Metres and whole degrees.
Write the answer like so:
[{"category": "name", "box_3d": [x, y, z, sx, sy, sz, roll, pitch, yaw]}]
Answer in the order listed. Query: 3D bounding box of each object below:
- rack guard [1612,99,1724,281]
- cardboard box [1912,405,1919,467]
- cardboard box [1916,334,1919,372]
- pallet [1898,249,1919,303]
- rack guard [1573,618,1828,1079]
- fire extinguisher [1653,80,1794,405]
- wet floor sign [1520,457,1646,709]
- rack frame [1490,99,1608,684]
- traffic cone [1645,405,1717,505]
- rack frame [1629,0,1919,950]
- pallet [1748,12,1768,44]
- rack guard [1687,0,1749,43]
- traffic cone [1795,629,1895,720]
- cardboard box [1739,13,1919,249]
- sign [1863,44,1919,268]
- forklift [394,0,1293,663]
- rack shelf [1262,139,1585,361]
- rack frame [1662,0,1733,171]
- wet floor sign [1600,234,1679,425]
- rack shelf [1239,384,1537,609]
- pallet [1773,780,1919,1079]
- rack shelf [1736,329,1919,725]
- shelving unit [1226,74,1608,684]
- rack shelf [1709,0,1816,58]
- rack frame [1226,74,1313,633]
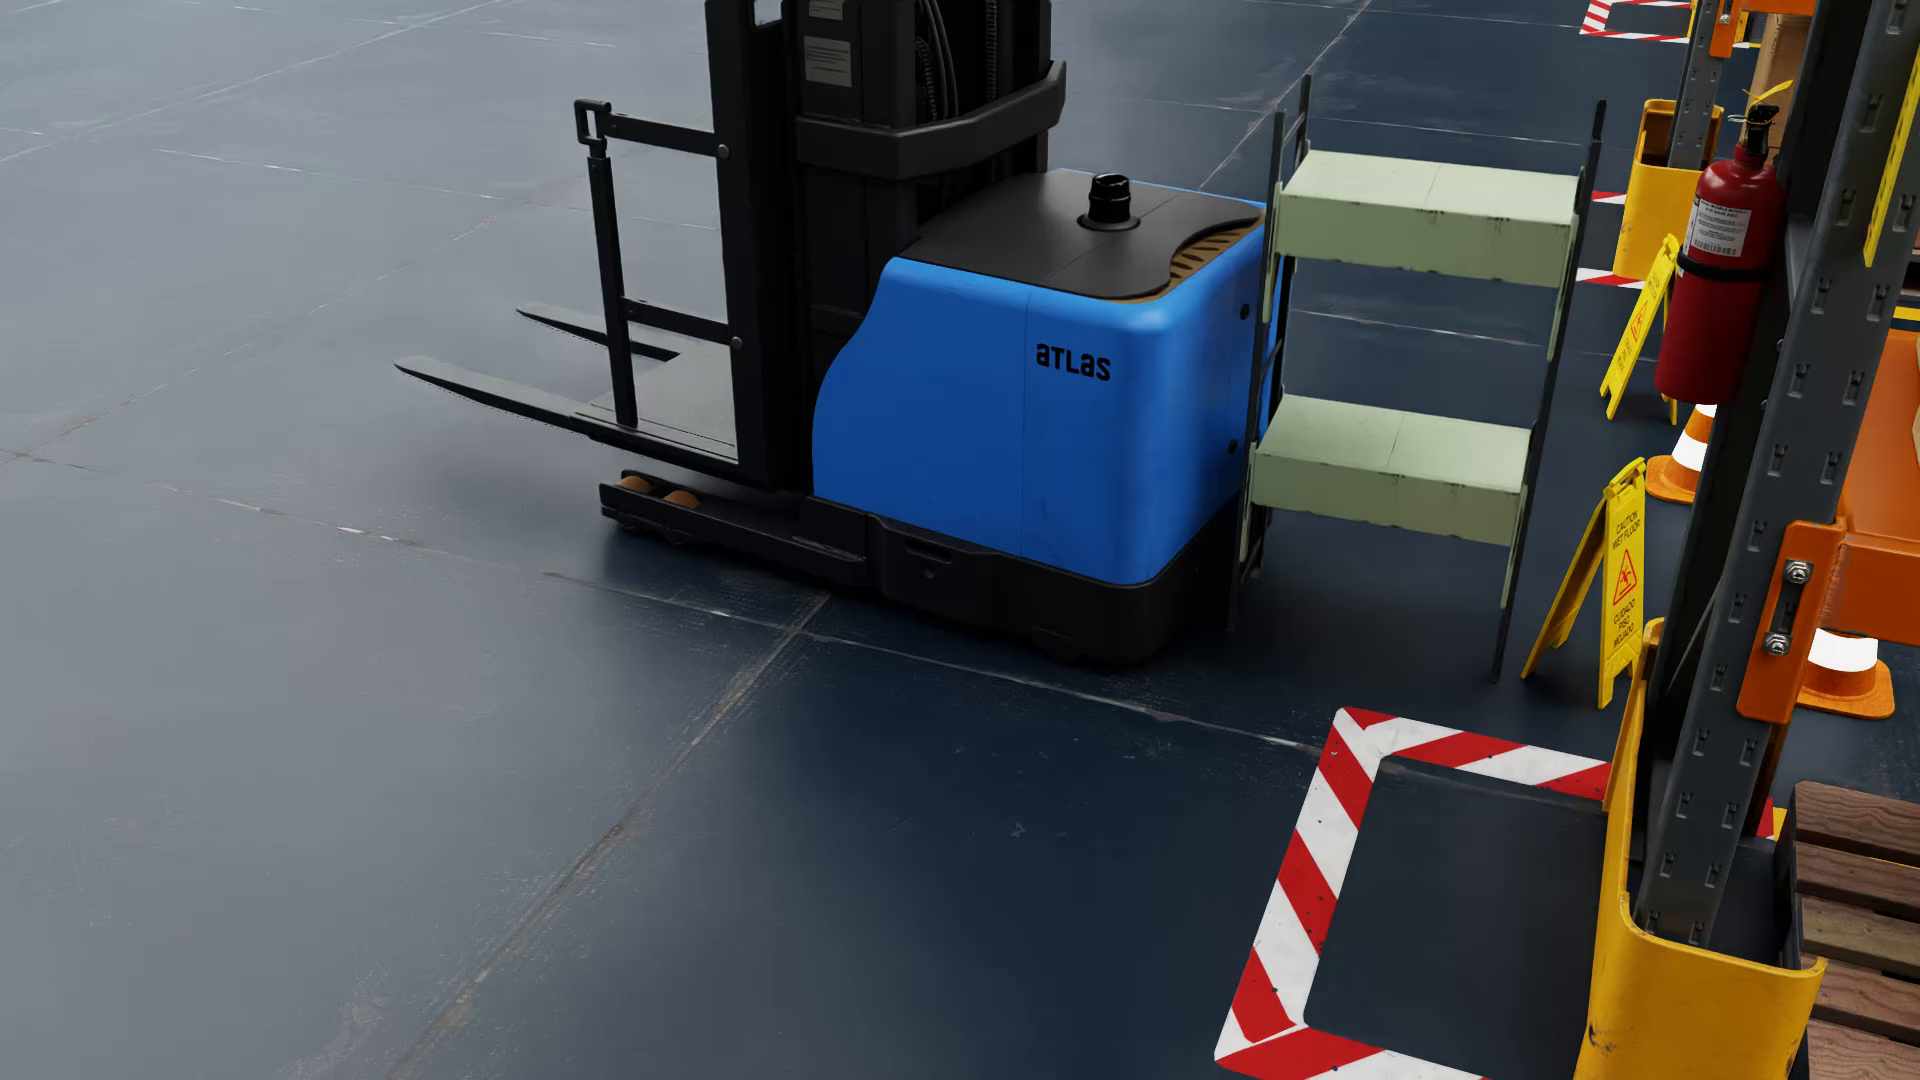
[{"category": "rack guard", "box_3d": [3.237, -1.606, 7.583, 0.348, 0.500, 1.175, 11, 31, 19]}, {"category": "cardboard box", "box_3d": [1.729, -0.147, 2.717, 0.250, 0.149, 0.380, 11, 31, 19]}, {"category": "cardboard box", "box_3d": [1.919, -0.333, 3.046, 0.250, 0.149, 0.380, 12, 32, 21]}, {"category": "pallet", "box_3d": [4.029, -1.363, 7.447, 1.213, 0.211, 1.003, 11, 31, 19]}, {"category": "rack guard", "box_3d": [1.562, 0.688, 3.524, 0.348, 0.500, 1.175, 11, 31, 19]}, {"category": "fire extinguisher", "box_3d": [1.559, -0.611, 3.362, 0.183, 0.674, 0.296, 11, 31, 19]}, {"category": "wet floor sign", "box_3d": [1.718, 0.088, 4.438, 0.232, 0.644, 0.267, 24, 37, 36]}, {"category": "rack frame", "box_3d": [1.533, -0.354, 4.352, 0.023, 1.500, 0.400, 10, 31, 18]}, {"category": "traffic cone", "box_3d": [2.477, -0.387, 5.464, 0.334, 0.463, 0.336, 11, 31, 19]}, {"category": "rack frame", "box_3d": [1.492, -0.414, 2.934, 0.127, 3.000, 1.000, 11, 31, 19]}, {"category": "pallet", "box_3d": [6.028, -3.538, 11.295, 1.213, 0.211, 1.003, 11, 31, 19]}, {"category": "rack guard", "box_3d": [5.288, -3.830, 11.518, 0.348, 0.500, 1.175, 11, 31, 19]}, {"category": "traffic cone", "box_3d": [2.375, 0.182, 4.458, 0.334, 0.463, 0.336, 11, 31, 19]}, {"category": "cardboard box", "box_3d": [3.912, -1.852, 7.211, 0.875, 0.875, 0.875, 11, 31, 19]}, {"category": "sign", "box_3d": [1.288, -0.543, 2.283, 0.005, 0.325, 0.100, 11, 31, 19]}, {"category": "forklift", "box_3d": [-0.548, -1.465, 4.864, 3.031, 2.935, 1.130, 17, 33, 27]}, {"category": "rack shelf", "box_3d": [1.190, -0.756, 4.271, 0.720, 0.370, 0.431, 10, 31, 18]}, {"category": "rack frame", "box_3d": [3.259, -2.689, 6.960, 0.127, 3.000, 1.000, 11, 31, 19]}, {"category": "wet floor sign", "box_3d": [2.488, -0.767, 5.951, 0.232, 0.644, 0.267, 6, 30, 11]}, {"category": "rack shelf", "box_3d": [1.190, -0.133, 4.623, 0.720, 0.370, 0.431, 10, 31, 18]}, {"category": "pallet", "box_3d": [2.302, 0.981, 3.300, 1.213, 0.211, 1.003, 11, 31, 19]}, {"category": "rack shelf", "box_3d": [3.345, 0.269, 2.456, 4.000, 0.370, 1.077, 11, 31, 19]}, {"category": "shelving unit", "box_3d": [1.190, -0.417, 4.463, 0.755, 1.500, 0.431, 10, 31, 18]}, {"category": "rack shelf", "box_3d": [5.112, -2.006, 6.482, 4.000, 0.370, 1.077, 11, 31, 19]}, {"category": "rack frame", "box_3d": [0.847, -0.480, 4.574, 0.023, 1.500, 0.400, 10, 31, 18]}]
